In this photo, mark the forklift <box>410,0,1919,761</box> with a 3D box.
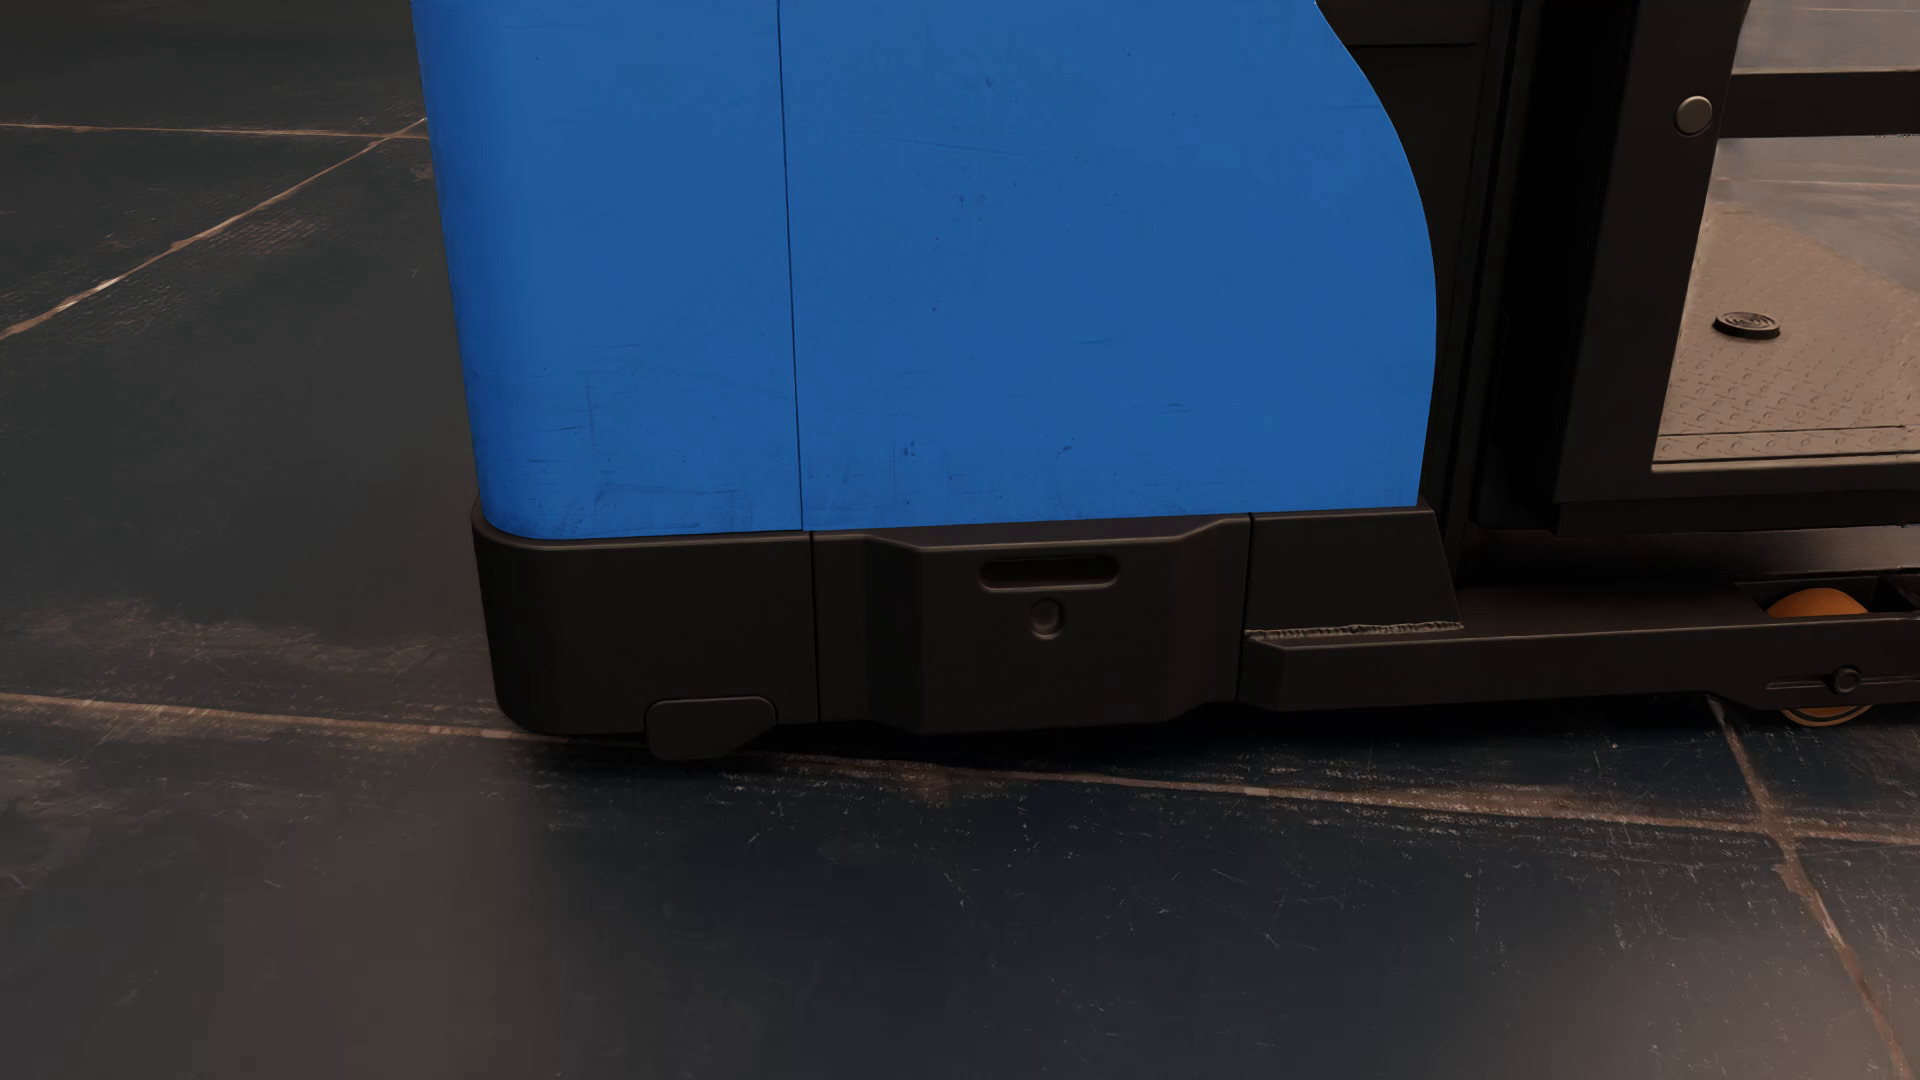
[{"bbox_3d":[0.919,-1.317,1.856,3.031,2.935,1.130,-2,27,-5],"label":"forklift"}]
